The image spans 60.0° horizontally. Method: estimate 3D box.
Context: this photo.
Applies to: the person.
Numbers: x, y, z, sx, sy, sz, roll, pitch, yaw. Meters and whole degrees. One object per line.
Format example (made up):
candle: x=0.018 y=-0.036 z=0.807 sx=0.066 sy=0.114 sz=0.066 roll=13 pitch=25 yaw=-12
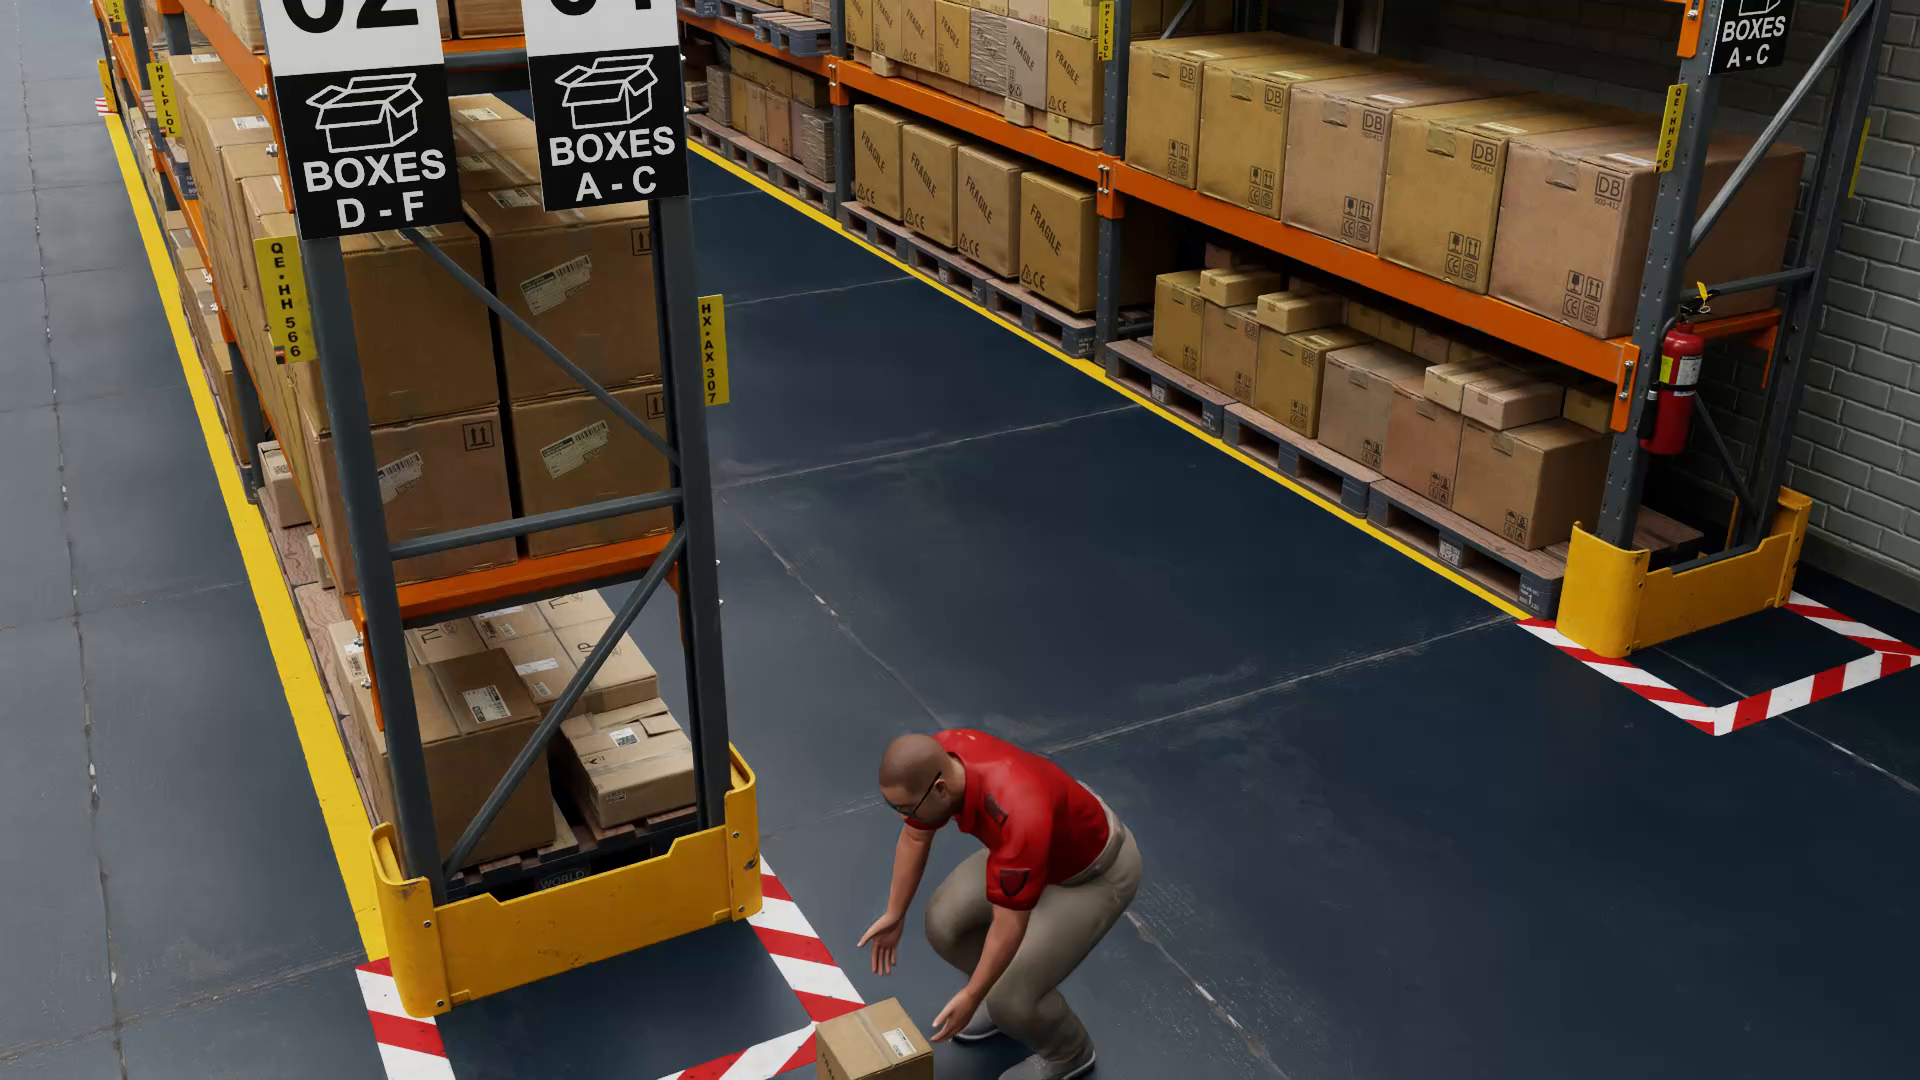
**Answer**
person: x=0.141 y=0.992 z=4.627 sx=0.794 sy=1.228 sz=0.583 roll=-13 pitch=28 yaw=-25
